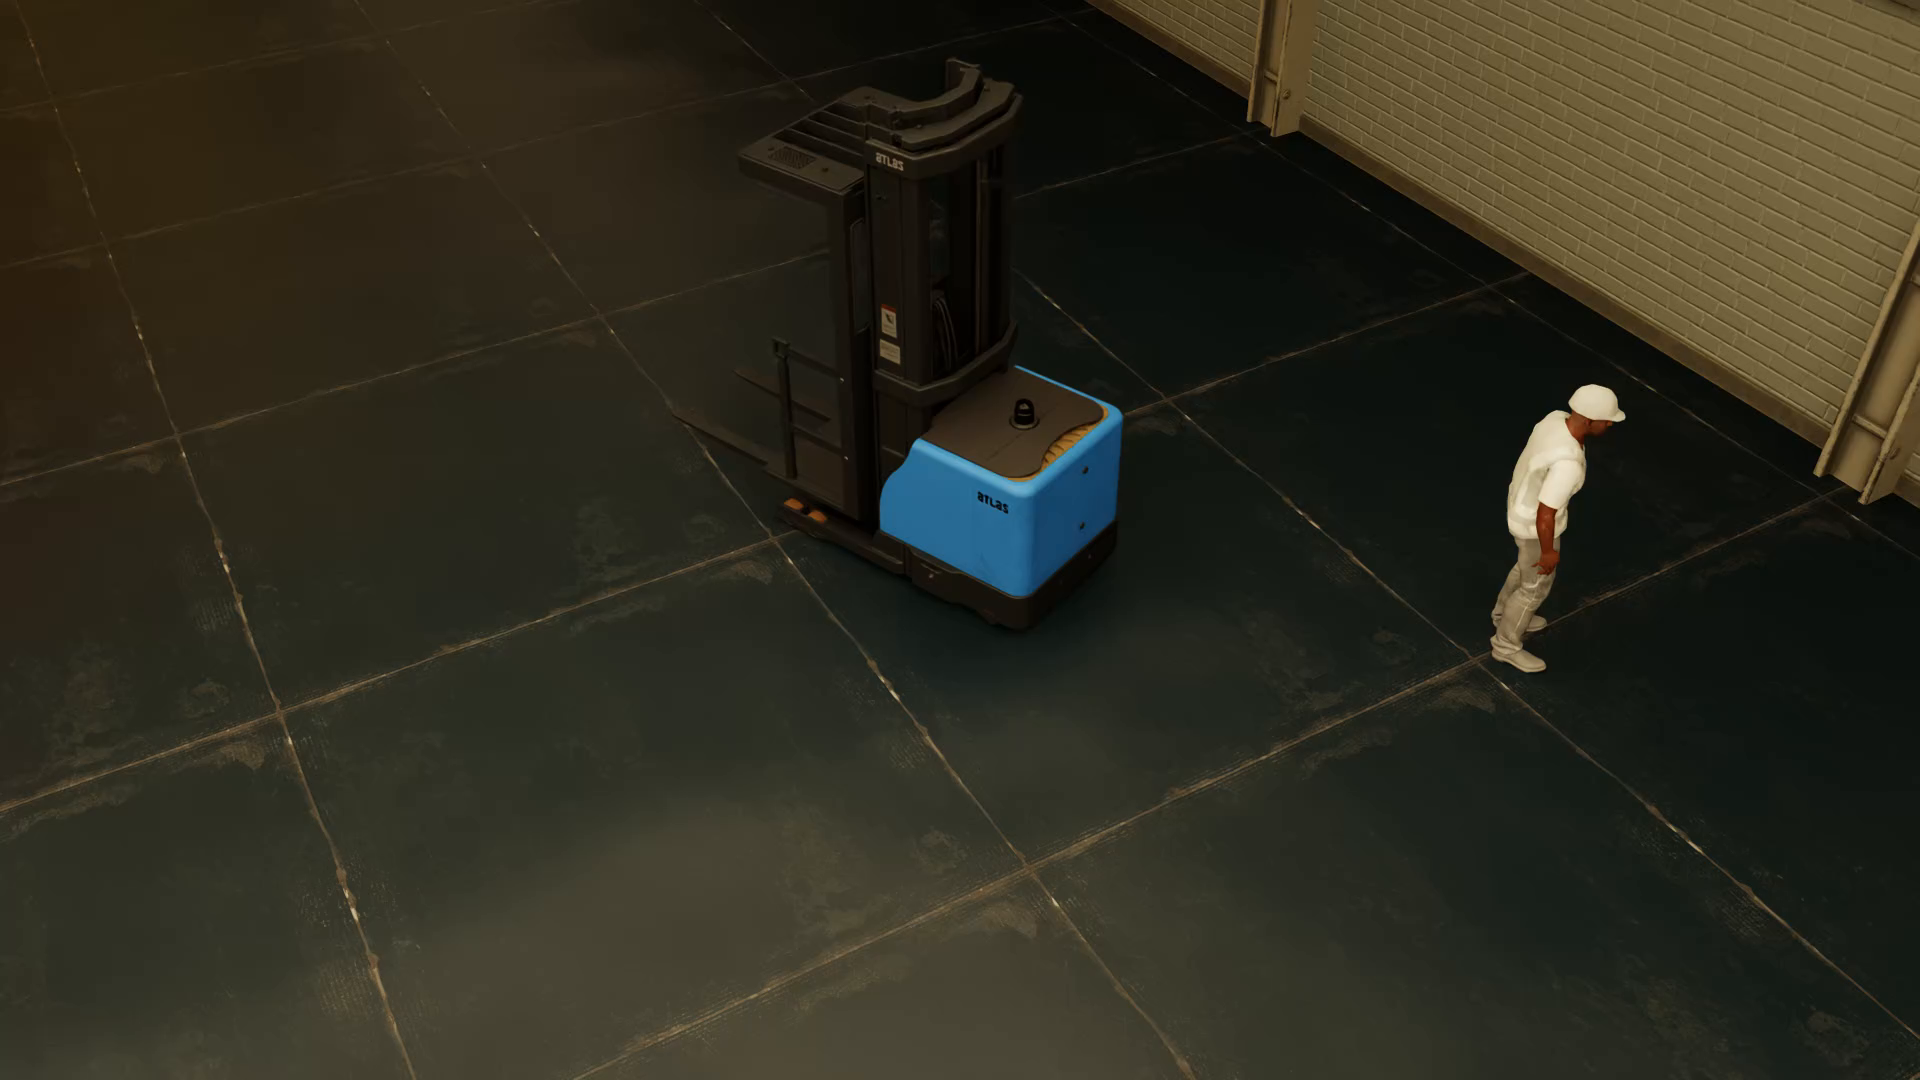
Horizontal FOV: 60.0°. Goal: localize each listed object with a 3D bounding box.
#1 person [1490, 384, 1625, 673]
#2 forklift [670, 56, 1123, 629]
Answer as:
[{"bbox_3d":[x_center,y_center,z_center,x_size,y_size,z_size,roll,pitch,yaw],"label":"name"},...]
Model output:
[{"bbox_3d":[3.207,-0.102,9.083,0.463,1.755,0.626,10,41,12],"label":"person"},{"bbox_3d":[-0.521,-1.385,9.706,3.031,2.935,1.130,26,46,28],"label":"forklift"}]
